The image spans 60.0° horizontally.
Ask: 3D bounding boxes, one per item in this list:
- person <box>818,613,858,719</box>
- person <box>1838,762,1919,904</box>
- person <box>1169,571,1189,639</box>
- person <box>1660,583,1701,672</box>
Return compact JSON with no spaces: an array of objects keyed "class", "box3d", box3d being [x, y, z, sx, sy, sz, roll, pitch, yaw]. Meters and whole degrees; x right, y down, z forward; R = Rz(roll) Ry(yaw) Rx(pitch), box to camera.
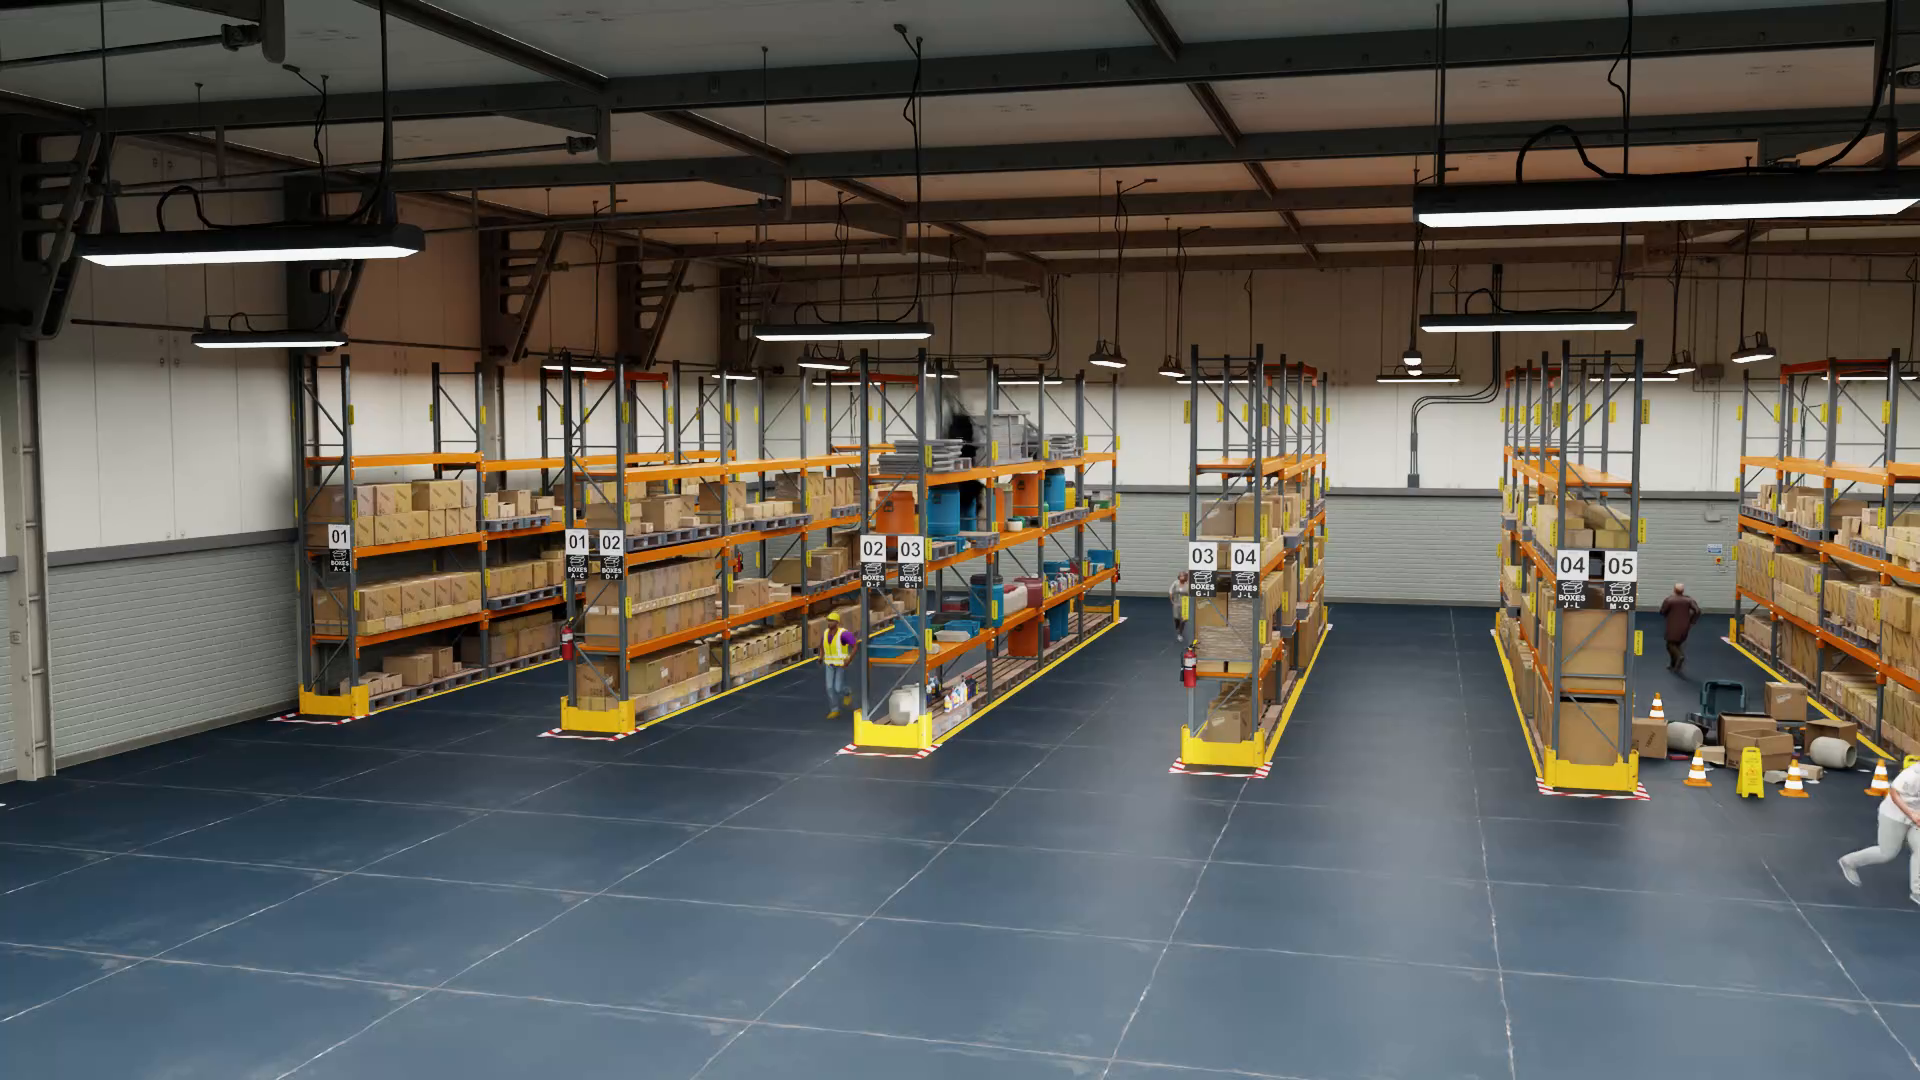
[{"class":"person","box3d":[-2.003,2.071,27.673,0.708,1.755,0.657,2,5,27]},{"class":"person","box3d":[9.631,2.903,17.163,0.693,1.720,1.008,-4,6,-41]},{"class":"person","box3d":[4.879,1.458,36.805,0.524,1.536,0.642,1,4,11]},{"class":"person","box3d":[13.911,1.707,32.184,0.711,1.750,0.885,0,4,3]}]
